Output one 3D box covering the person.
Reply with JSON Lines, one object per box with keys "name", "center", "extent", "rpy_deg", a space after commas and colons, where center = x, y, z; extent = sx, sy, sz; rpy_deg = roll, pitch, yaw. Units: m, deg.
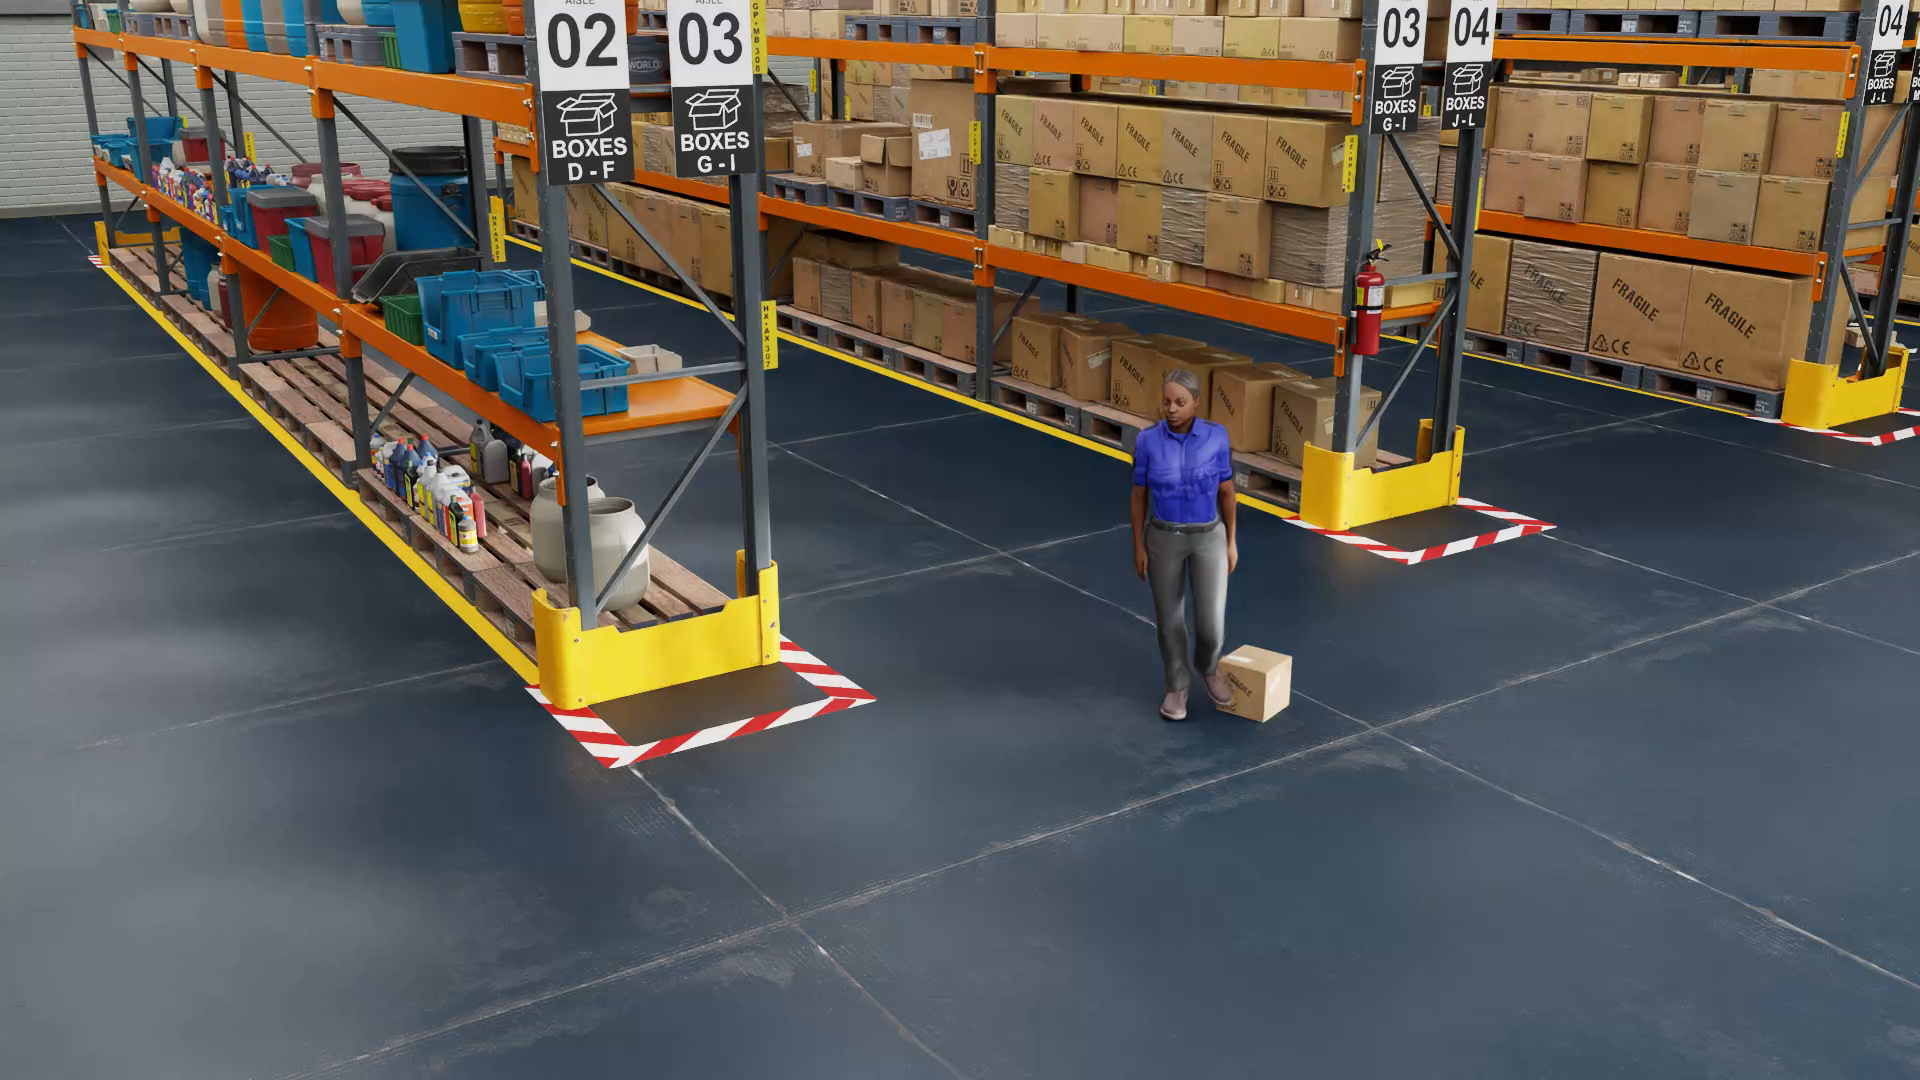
{"name": "person", "center": [1.011, 0.023, 7.456], "extent": [0.502, 1.646, 0.454], "rpy_deg": [4, 19, 12]}
